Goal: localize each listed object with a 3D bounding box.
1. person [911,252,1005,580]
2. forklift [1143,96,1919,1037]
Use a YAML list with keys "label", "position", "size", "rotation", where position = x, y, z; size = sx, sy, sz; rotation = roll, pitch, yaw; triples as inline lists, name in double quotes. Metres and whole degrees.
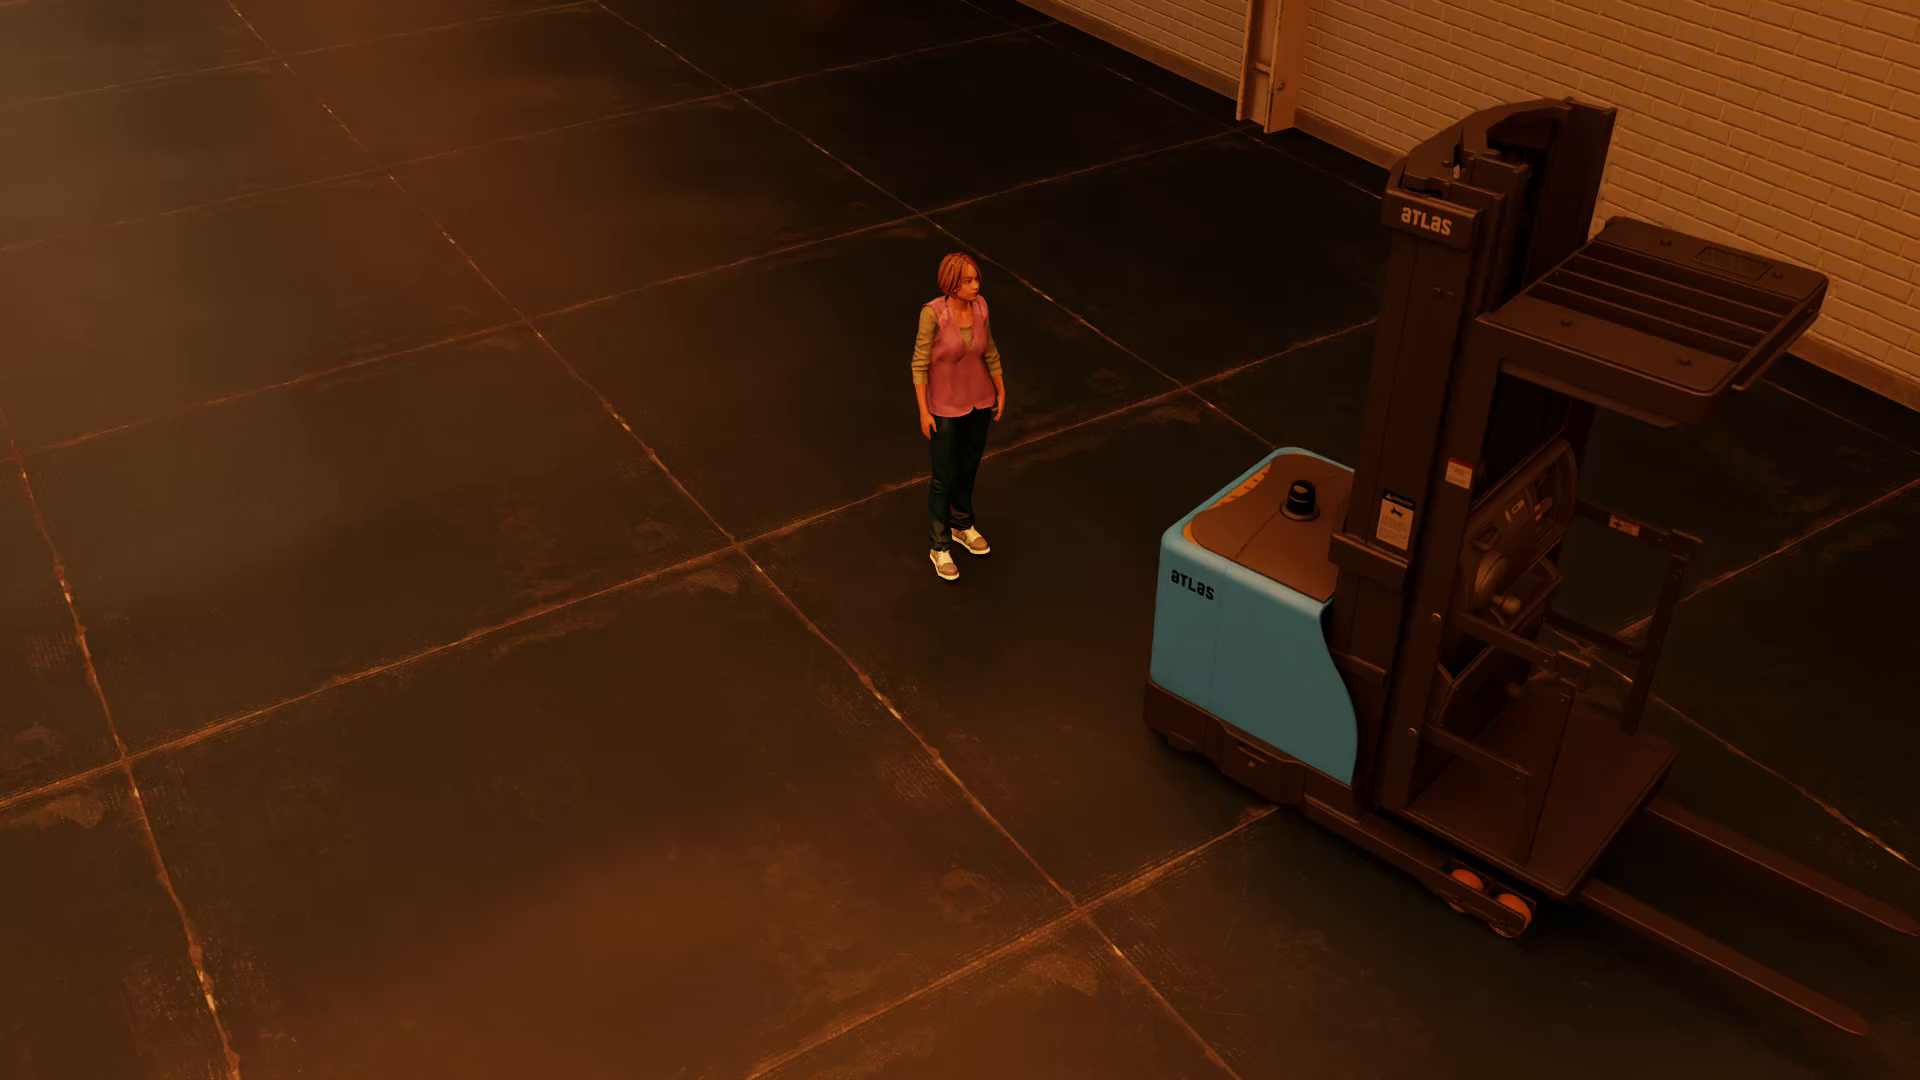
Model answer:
- label: "person"
  position: [0.029, -0.619, 8.177]
  size: [0.521, 1.599, 0.473]
  rotation: [-21, 40, -27]
- label: "forklift"
  position: [2.258, 0.005, 6.140]
  size: [3.031, 2.935, 1.130]
  rotation: [27, 43, 33]
